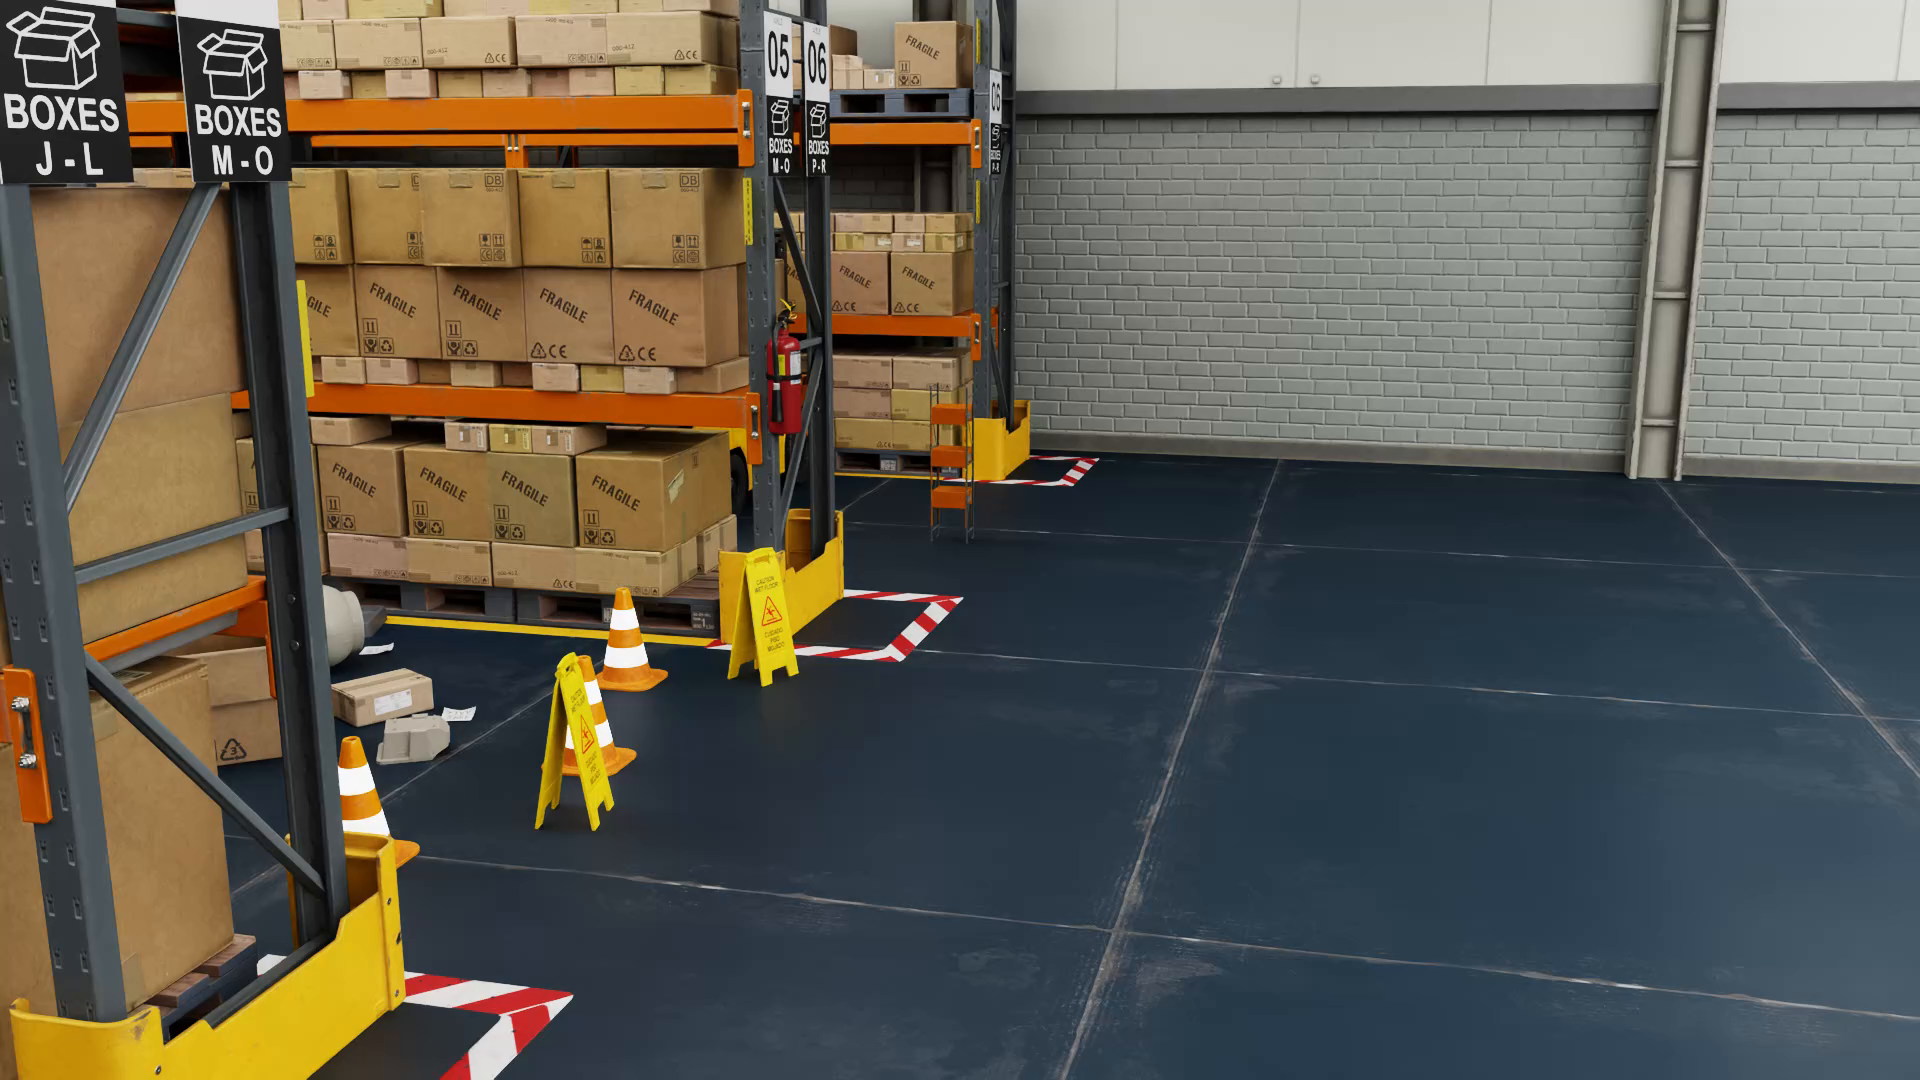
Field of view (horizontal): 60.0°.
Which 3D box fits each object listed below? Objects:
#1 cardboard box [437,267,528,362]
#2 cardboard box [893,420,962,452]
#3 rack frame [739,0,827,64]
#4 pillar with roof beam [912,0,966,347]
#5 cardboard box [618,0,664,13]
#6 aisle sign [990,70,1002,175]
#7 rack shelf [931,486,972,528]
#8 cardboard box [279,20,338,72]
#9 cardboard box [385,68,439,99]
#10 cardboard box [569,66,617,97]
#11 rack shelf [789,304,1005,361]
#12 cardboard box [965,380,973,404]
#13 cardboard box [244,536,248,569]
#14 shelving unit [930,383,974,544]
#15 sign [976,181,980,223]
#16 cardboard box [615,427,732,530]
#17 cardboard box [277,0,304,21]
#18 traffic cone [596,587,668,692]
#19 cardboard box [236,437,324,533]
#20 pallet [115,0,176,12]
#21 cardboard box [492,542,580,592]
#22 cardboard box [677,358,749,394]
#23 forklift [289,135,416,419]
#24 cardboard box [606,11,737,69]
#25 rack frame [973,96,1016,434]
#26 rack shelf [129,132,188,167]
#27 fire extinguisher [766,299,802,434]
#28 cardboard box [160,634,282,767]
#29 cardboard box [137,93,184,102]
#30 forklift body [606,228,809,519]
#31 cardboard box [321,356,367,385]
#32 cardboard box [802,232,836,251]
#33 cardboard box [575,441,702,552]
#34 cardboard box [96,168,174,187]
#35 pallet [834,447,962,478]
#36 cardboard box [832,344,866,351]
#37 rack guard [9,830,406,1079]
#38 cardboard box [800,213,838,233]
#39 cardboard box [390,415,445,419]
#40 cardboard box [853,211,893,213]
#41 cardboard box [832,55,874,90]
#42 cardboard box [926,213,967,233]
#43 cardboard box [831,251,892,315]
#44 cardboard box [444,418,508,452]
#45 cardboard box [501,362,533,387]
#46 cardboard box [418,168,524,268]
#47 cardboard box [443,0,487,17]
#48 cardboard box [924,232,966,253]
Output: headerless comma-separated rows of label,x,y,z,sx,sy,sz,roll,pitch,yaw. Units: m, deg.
cardboard box,-2.462,-1.244,9.000,0.500,0.500,0.500,3,13,13
cardboard box,-0.245,-0.891,13.704,0.500,0.250,0.500,3,13,14
rack frame,-0.899,-3.955,8.286,0.127,3.000,1.000,3,13,14
pillar with roof beam,-1.205,-4.320,9.928,0.400,9.000,9.100,3,13,14
cardboard box,-1.540,-2.735,8.447,0.250,0.149,0.380,3,13,15
aisle sign,0.280,-3.275,13.066,0.004,0.787,0.394,3,13,14
rack shelf,-0.052,-0.234,11.195,0.240,0.259,0.215,3,13,14
cardboard box,-3.435,-2.637,8.926,0.500,0.250,0.500,3,13,14
cardboard box,-2.815,-2.398,8.773,0.250,0.149,0.380,3,13,13
cardboard box,-1.812,-2.355,8.578,0.250,0.149,0.380,3,13,15
rack shelf,-1.655,-1.823,14.187,4.000,0.370,1.077,3,13,14
cardboard box,-0.120,-1.245,14.146,0.500,0.250,0.500,3,13,15
cardboard box,-4.275,-0.009,9.729,0.500,0.250,0.500,2,13,11
shelving unit,-0.052,-0.515,11.133,0.252,1.050,0.215,3,13,14
sign,0.143,-2.638,12.979,0.005,0.325,0.100,3,13,14
cardboard box,-1.639,-0.356,9.562,0.500,0.500,0.500,3,13,12
cardboard box,-3.540,-2.836,8.904,0.250,0.149,0.380,3,13,12
traffic cone,-1.626,0.461,8.088,0.334,0.463,0.336,3,13,14
cardboard box,-3.752,-0.350,9.534,0.500,0.500,0.500,4,13,16
pallet,-2.710,-1.438,4.068,1.213,0.211,1.003,3,13,14
cardboard box,-2.250,0.097,9.251,0.500,0.250,0.500,3,13,14
cardboard box,-1.314,-0.878,8.847,0.250,0.149,0.380,4,13,15
forklift,-4.692,-1.771,12.449,3.031,2.935,1.130,3,13,13
cardboard box,-1.461,-2.533,8.459,0.500,0.250,0.500,3,13,13
rack frame,0.286,-2.071,13.641,0.127,3.000,1.000,3,13,14
rack shelf,-6.724,-2.451,10.092,4.000,0.370,1.077,3,13,14
fire extinguisher,-0.899,-0.886,8.480,0.183,0.674,0.296,3,13,14
cardboard box,-3.211,0.633,7.217,0.637,0.503,0.797,-6,14,-25
cardboard box,-4.299,-2.482,9.151,0.250,0.149,0.380,3,13,14
forklift body,-1.992,-1.371,12.447,1.214,2.155,2.313,3,13,14
cardboard box,-3.314,-0.959,9.212,0.250,0.149,0.380,3,13,14
cardboard box,-1.118,-2.448,13.612,0.250,0.149,0.380,3,13,12
cardboard box,-1.740,-0.242,9.047,0.500,0.500,0.500,3,13,14
cardboard box,-4.408,-1.848,9.411,0.500,0.500,0.700,3,13,13
pallet,-0.466,-0.740,14.082,1.213,0.211,1.003,3,13,14
cardboard box,-1.104,-1.539,14.317,0.500,0.250,0.500,3,13,13
rack guard,-1.964,1.241,4.485,0.348,0.500,1.175,3,13,14
cardboard box,-1.123,-2.588,13.560,0.250,0.149,0.380,3,13,15
cardboard box,-4.858,-1.390,15.089,0.625,0.625,0.875,3,13,13
cardboard box,-0.731,-2.691,14.022,0.250,0.149,0.380,3,13,14
cardboard box,-0.837,-3.715,13.240,0.258,0.266,0.396,3,13,14
cardboard box,-0.112,-2.556,13.412,0.250,0.149,0.380,3,13,14
cardboard box,-0.756,-2.119,13.627,0.500,0.500,0.500,3,13,15
cardboard box,-2.611,-0.591,9.124,0.250,0.149,0.380,4,13,16
cardboard box,-2.302,-0.936,9.106,0.250,0.149,0.380,3,13,14
cardboard box,-2.457,-1.722,8.844,0.500,0.500,0.700,3,13,13
cardboard box,-2.509,-2.801,8.748,0.250,0.149,0.380,3,13,12
cardboard box,-0.117,-2.395,13.375,0.250,0.149,0.380,3,13,14
